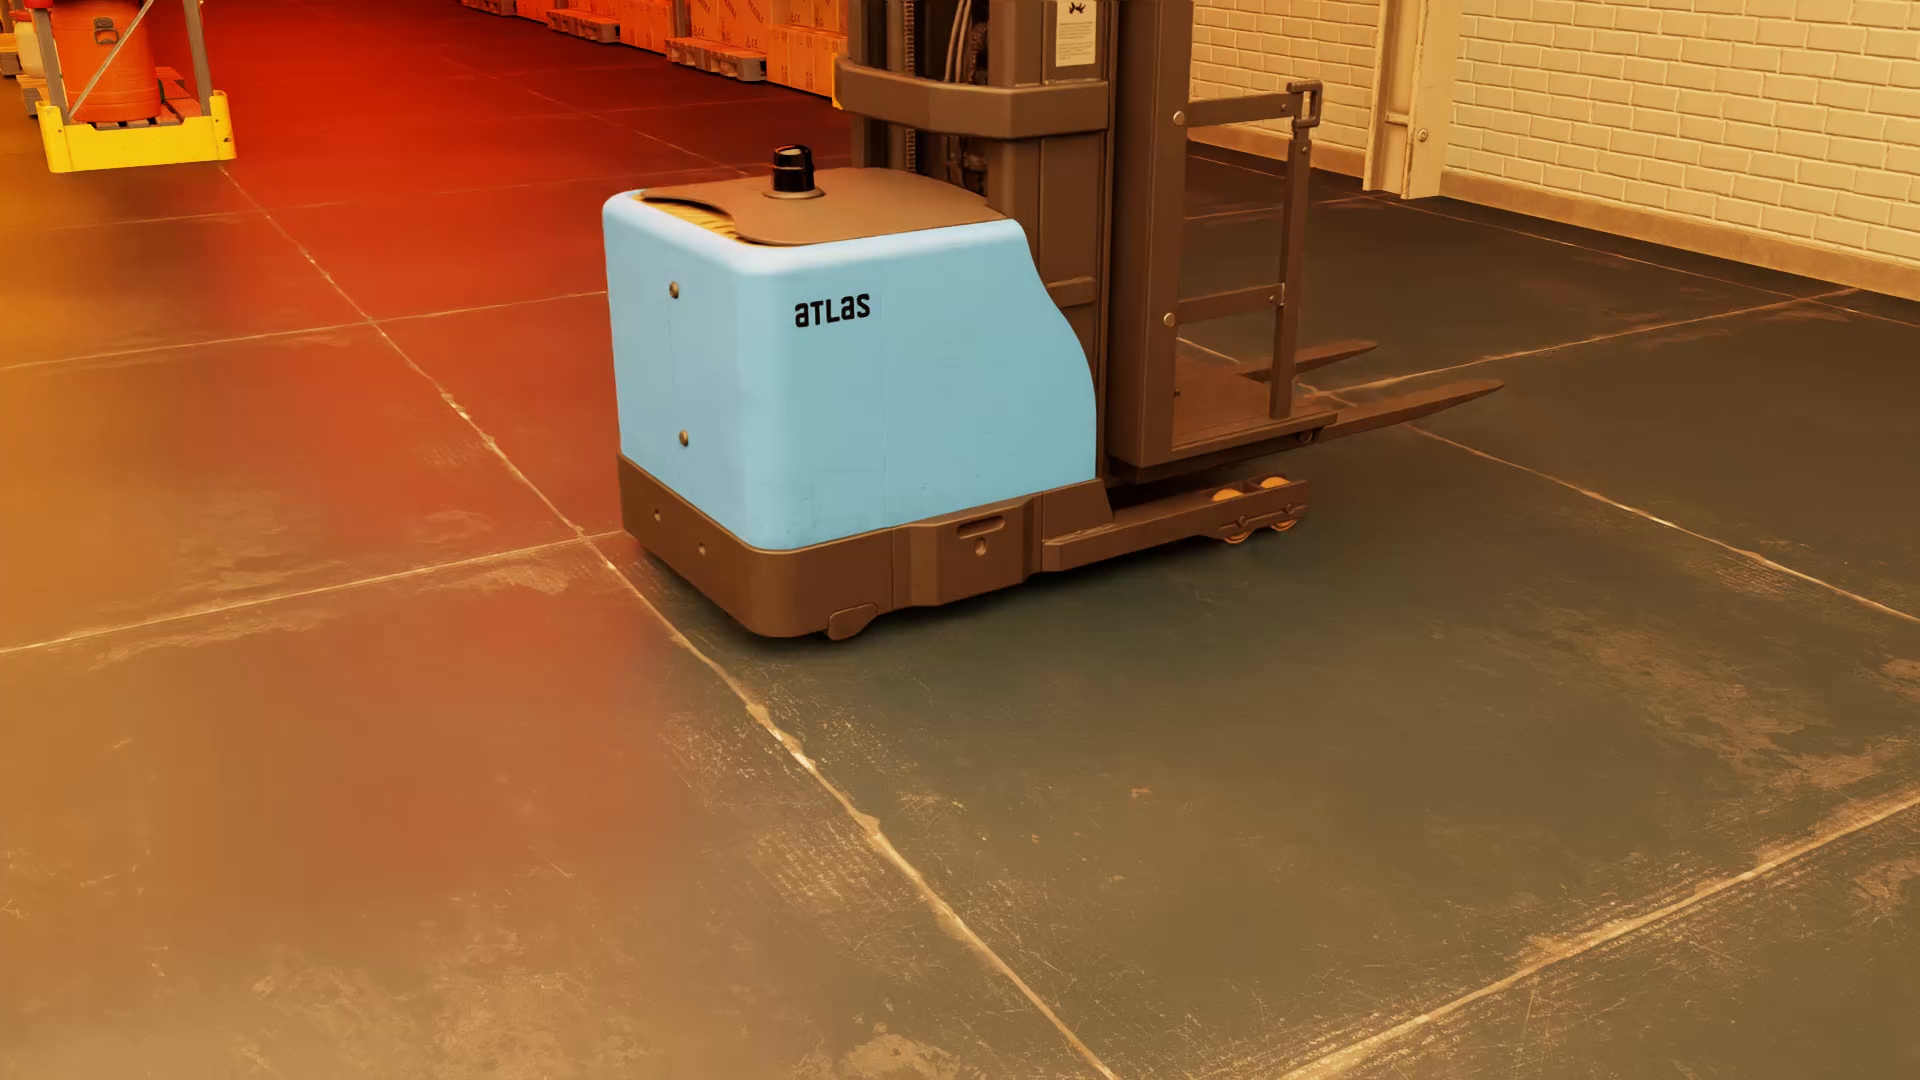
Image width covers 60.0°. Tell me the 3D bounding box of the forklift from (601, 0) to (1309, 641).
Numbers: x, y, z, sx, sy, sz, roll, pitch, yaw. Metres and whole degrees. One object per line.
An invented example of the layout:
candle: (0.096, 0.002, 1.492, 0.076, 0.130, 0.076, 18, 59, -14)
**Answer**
forklift: (0.487, -1.499, 4.926, 3.031, 2.935, 1.130, -14, 26, -30)
